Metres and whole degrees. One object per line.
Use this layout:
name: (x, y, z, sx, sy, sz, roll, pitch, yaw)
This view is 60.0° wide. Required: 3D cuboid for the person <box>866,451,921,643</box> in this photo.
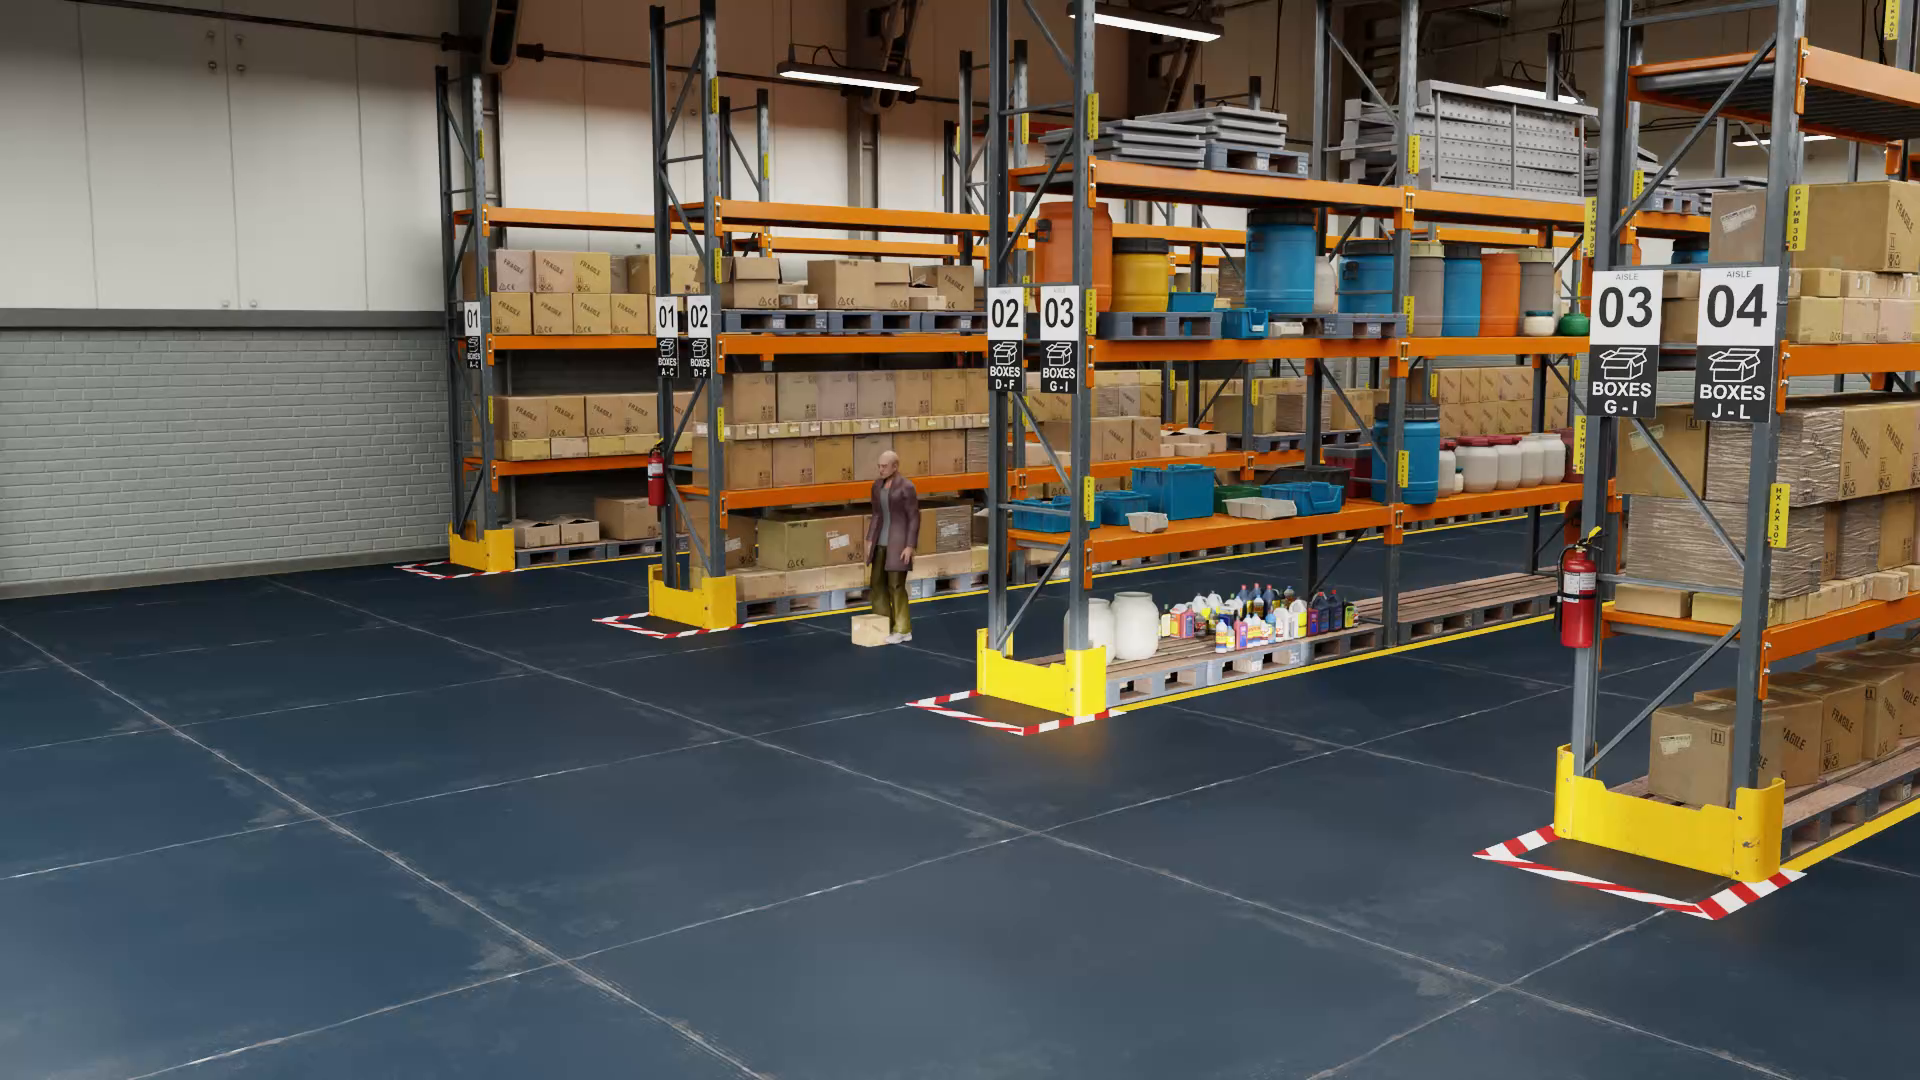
person: (-0.637, 0.055, 15.406, 0.429, 1.772, 0.644, -7, 10, -44)
